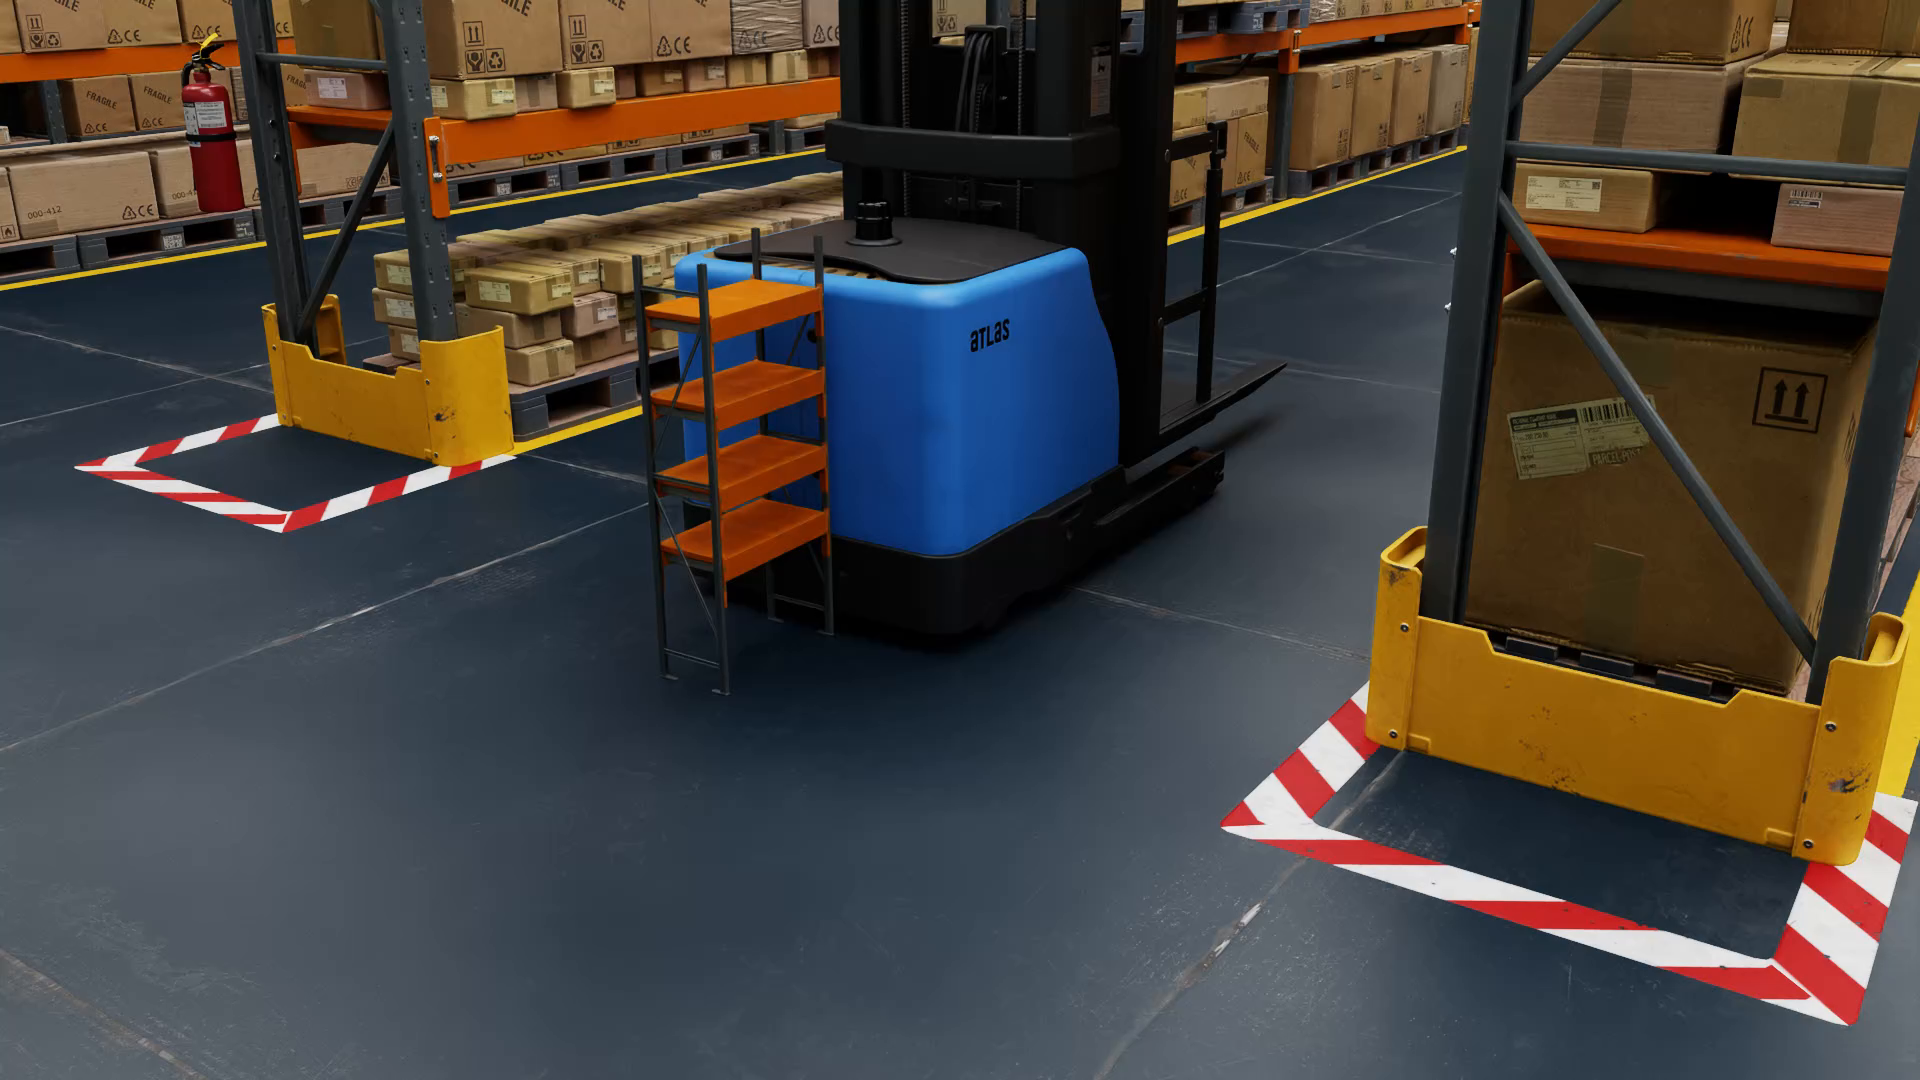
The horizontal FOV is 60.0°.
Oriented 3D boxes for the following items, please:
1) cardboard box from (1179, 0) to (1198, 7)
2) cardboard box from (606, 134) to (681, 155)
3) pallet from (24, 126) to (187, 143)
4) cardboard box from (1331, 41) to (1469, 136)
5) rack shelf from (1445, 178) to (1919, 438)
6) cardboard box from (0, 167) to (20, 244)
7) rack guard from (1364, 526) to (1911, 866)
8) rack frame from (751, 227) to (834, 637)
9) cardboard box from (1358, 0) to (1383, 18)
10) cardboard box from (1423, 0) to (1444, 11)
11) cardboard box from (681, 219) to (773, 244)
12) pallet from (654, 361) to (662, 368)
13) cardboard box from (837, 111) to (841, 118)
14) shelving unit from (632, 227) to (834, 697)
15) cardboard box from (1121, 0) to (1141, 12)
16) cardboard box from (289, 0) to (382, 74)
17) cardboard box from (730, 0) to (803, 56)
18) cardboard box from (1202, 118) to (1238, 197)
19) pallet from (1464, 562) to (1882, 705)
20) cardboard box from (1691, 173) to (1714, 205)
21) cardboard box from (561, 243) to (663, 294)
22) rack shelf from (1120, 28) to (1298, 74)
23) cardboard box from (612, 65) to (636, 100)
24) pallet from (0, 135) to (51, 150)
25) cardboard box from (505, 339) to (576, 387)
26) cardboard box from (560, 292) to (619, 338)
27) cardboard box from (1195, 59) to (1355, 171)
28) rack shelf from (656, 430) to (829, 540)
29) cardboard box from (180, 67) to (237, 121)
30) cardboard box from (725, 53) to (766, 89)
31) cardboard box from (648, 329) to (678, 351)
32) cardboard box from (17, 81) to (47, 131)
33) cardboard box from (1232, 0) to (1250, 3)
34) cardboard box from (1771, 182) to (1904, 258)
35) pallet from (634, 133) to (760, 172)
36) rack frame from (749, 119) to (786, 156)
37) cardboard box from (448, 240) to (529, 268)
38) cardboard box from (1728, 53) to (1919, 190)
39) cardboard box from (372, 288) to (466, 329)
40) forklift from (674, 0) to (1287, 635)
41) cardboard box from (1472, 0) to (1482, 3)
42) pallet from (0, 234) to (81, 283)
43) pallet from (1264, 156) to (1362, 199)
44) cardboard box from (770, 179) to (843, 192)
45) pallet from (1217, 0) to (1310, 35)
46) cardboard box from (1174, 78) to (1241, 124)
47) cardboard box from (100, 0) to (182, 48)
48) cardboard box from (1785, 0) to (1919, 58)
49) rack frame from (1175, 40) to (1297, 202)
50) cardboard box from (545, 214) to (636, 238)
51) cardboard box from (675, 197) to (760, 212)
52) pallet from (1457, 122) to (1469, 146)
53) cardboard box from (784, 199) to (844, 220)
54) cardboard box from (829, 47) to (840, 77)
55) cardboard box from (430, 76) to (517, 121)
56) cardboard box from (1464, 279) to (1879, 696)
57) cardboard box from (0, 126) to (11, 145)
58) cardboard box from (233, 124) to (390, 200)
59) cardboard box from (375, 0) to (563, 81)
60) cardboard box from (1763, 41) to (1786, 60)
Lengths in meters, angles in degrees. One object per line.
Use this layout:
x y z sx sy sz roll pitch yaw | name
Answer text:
1.312 -3.523 10.722 0.380 0.149 0.250 12 23 29 | cardboard box
-3.027 -3.820 14.227 0.875 0.875 0.875 14 24 32 | cardboard box
-7.995 -3.809 15.759 1.003 0.211 1.213 13 24 32 | pallet
4.059 -4.214 15.472 1.050 0.750 0.750 13 24 32 | cardboard box
2.758 -1.065 5.358 1.077 0.370 4.000 13 24 32 | rack shelf
-6.274 -1.966 9.843 0.875 0.438 0.875 12 24 30 | cardboard box
1.620 0.350 4.097 1.175 0.500 0.348 13 24 32 | rack guard
-0.484 -0.296 4.837 0.240 1.200 0.015 12 24 30 | rack frame
3.128 -4.535 13.556 0.500 0.500 0.500 13 24 32 | cardboard box
3.978 -4.968 14.729 0.500 0.500 0.500 13 24 31 | cardboard box
-1.113 -1.430 7.953 0.380 0.149 0.250 14 24 33 | cardboard box
-1.197 -1.114 8.472 1.003 0.211 1.213 13 24 32 | pallet
-1.331 -4.395 16.505 0.950 0.372 0.625 13 24 31 | cardboard box
-0.613 -0.225 4.643 0.258 1.200 0.503 12 24 30 | shelving unit
0.875 -3.299 10.116 0.380 0.149 0.250 14 24 32 | cardboard box
-2.372 -2.191 6.791 0.500 0.500 0.500 14 24 33 | cardboard box
-1.084 -2.531 7.710 0.500 0.500 0.500 13 24 30 | cardboard box
1.637 -2.757 11.893 0.500 0.500 0.500 14 25 34 | cardboard box
2.018 0.234 4.827 1.003 0.211 1.213 13 24 32 | pallet
1.849 -1.025 4.573 0.380 0.149 0.250 13 24 32 | cardboard box
-1.533 -1.198 7.327 0.380 0.149 0.250 13 24 32 | cardboard box
0.961 -3.209 11.155 1.077 0.370 4.000 13 24 32 | rack shelf
-1.622 -1.985 7.171 0.380 0.149 0.250 15 25 34 | cardboard box
-8.808 -3.371 14.575 1.003 0.211 1.213 13 24 32 | pallet
-1.853 -0.773 7.035 0.380 0.149 0.250 14 24 33 | cardboard box
-1.704 -0.992 7.199 0.380 0.149 0.250 13 24 32 | cardboard box
2.502 -3.420 13.323 1.050 0.750 0.750 13 24 31 | cardboard box
-0.613 -0.162 4.666 0.258 0.148 0.480 12 24 30 | rack shelf
-7.388 -4.293 16.044 0.500 0.500 0.500 12 24 30 | cardboard box
-1.124 -2.194 7.735 0.380 0.149 0.250 14 25 34 | cardboard box
-1.405 -0.989 7.618 0.380 0.149 0.250 14 24 32 | cardboard box
-8.390 -4.099 15.521 0.500 0.500 0.500 13 24 32 | cardboard box
1.760 -3.753 11.344 0.380 0.149 0.250 13 24 31 | cardboard box
2.106 -0.749 3.827 0.380 0.149 0.250 14 24 32 | cardboard box
-2.571 -3.538 15.024 1.003 0.211 1.213 13 24 32 | pallet
-2.065 -5.057 15.112 1.000 3.000 0.127 13 24 32 | rack frame
-2.135 -1.226 7.403 0.380 0.149 0.250 14 24 33 | cardboard box
2.127 -0.983 3.887 0.500 0.250 0.500 13 24 30 | cardboard box
-2.351 -1.032 7.306 0.380 0.149 0.250 13 24 30 | cardboard box
0.334 -1.560 5.757 1.130 2.935 3.031 12 24 30 | forklift
4.531 -5.447 15.950 0.875 0.550 0.550 13 24 32 | cardboard box
-6.178 -1.698 10.052 1.003 0.211 1.213 13 24 32 | pallet
2.591 -3.024 13.637 1.003 0.211 1.213 13 24 32 | pallet
-0.834 -1.904 9.234 0.380 0.149 0.250 13 24 31 | cardboard box
1.773 -3.805 12.005 1.213 0.211 1.003 13 24 32 | pallet
1.643 -3.103 11.746 0.500 0.250 0.500 14 24 33 | cardboard box
-5.225 -3.330 10.300 0.500 0.500 0.500 14 25 34 | cardboard box
2.408 -1.478 4.144 0.500 0.500 0.500 13 24 31 | cardboard box
2.085 -4.121 12.581 1.000 3.000 0.127 13 24 32 | rack frame
-1.792 -1.475 8.076 0.380 0.149 0.250 14 25 34 | cardboard box
-1.257 -1.673 8.611 0.380 0.149 0.250 12 24 30 | cardboard box
4.826 -4.163 16.716 1.003 0.211 1.213 13 24 32 | pallet
-0.679 -1.650 8.549 0.380 0.149 0.250 12 23 29 | cardboard box
-0.678 -2.414 8.330 0.380 0.149 0.250 12 23 30 | cardboard box
-1.959 -1.736 6.498 0.380 0.149 0.250 13 24 31 | cardboard box
1.927 -0.229 4.517 0.875 0.875 0.875 13 24 32 | cardboard box
-8.492 -3.519 14.459 0.380 0.149 0.250 12 24 30 | cardboard box
-4.756 -2.745 11.951 0.875 0.438 0.875 13 24 31 | cardboard box
-1.931 -2.087 6.509 0.500 0.500 0.500 15 25 34 | cardboard box
1.972 -1.234 4.566 0.500 0.250 0.500 13 24 31 | cardboard box
